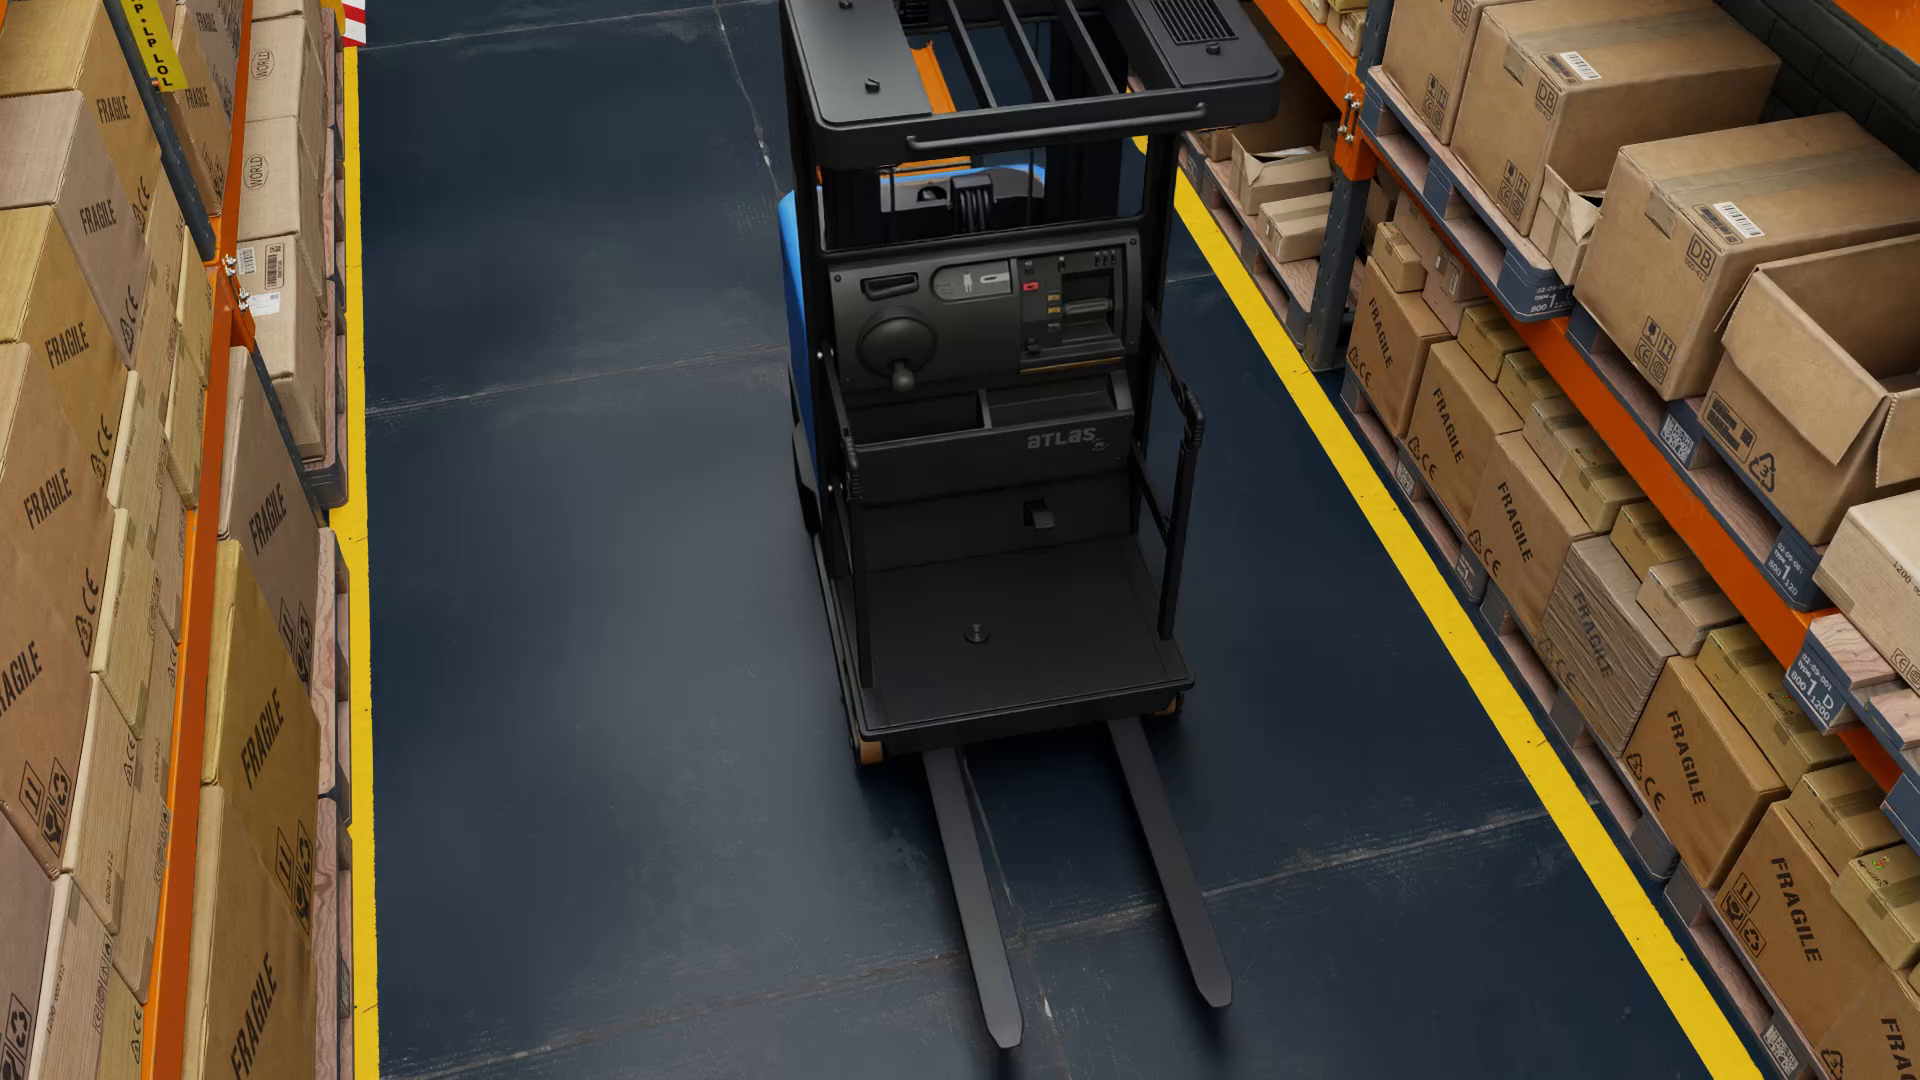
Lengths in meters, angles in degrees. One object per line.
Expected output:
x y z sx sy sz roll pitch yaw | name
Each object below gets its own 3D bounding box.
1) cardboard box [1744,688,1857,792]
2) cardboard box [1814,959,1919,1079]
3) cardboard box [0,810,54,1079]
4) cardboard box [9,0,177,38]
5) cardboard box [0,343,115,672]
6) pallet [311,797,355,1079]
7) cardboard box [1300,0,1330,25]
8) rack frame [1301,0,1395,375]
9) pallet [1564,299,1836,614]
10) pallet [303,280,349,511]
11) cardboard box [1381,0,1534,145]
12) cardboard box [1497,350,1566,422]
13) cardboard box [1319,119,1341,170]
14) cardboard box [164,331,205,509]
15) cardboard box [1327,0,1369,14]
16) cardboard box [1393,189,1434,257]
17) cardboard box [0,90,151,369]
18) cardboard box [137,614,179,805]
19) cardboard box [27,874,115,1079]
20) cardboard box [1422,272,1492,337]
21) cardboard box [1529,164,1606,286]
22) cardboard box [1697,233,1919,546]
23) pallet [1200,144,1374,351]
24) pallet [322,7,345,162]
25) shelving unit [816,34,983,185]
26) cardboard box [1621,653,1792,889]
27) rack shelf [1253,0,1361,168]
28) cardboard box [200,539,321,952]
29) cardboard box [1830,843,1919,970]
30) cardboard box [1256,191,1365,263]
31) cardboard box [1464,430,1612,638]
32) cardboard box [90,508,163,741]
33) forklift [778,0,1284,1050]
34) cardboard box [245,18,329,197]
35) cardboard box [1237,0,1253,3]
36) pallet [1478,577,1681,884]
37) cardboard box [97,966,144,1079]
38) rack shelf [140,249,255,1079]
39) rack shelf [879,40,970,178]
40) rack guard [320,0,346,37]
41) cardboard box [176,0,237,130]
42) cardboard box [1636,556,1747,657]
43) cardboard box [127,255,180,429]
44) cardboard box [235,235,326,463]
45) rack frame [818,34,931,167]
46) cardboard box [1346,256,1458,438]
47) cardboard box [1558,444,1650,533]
2.441 0.531 4.632 0.380 0.149 0.250 -9 46 -9 | cardboard box
2.645 1.363 4.270 0.500 0.500 0.500 -9 46 -9 | cardboard box
-1.863 0.687 2.706 0.500 0.500 0.500 -11 47 -10 | cardboard box
-2.748 -1.722 5.067 0.500 0.500 0.500 -10 46 -10 | cardboard box
-2.106 -0.022 3.401 0.500 0.500 0.500 -10 46 -10 | cardboard box
-2.274 1.375 4.755 1.003 0.211 1.213 -11 47 -10 | pallet
1.523 -2.136 6.419 0.380 0.149 0.250 -10 46 -9 | cardboard box
1.937 -1.874 5.986 1.000 3.000 0.127 -11 47 -10 | rack frame
2.459 -0.387 4.663 1.003 0.211 1.213 -11 47 -10 | pallet
-2.980 -0.527 6.619 1.003 0.211 1.213 -11 47 -10 | pallet
1.844 -1.681 5.433 0.700 0.500 0.500 -10 46 -9 | cardboard box
2.077 -0.538 5.679 0.380 0.149 0.250 -11 47 -11 | cardboard box
1.885 -1.822 7.637 0.380 0.149 0.250 -11 47 -11 | cardboard box
-2.373 -0.296 4.545 0.500 0.250 0.500 -11 47 -11 | cardboard box
1.571 -2.232 6.234 0.500 0.250 0.500 -10 46 -9 | cardboard box
1.830 -1.192 6.112 0.380 0.149 0.250 -11 47 -11 | cardboard box
-2.364 -0.730 4.095 0.500 0.500 0.500 -10 46 -10 | cardboard box
-2.125 0.412 3.851 0.500 0.250 0.500 -11 47 -10 | cardboard box
-1.859 0.923 3.000 0.500 0.250 0.500 -10 46 -9 | cardboard box
1.917 -0.900 6.033 0.380 0.149 0.250 -12 47 -11 | cardboard box
1.922 -0.944 4.875 0.396 0.266 0.258 -9 46 -8 | cardboard box
2.364 -0.389 4.164 0.797 0.503 0.637 -12 47 -11 | cardboard box
1.762 -1.372 7.447 1.003 0.211 1.213 -11 47 -10 | pallet
-3.604 -2.212 8.270 1.003 0.211 1.213 -11 47 -10 | pallet
-0.266 -1.385 6.820 0.538 1.125 1.048 -8 46 -8 | shelving unit
2.390 0.655 4.964 0.500 0.500 0.500 -9 46 -9 | cardboard box
1.425 -3.003 7.596 1.077 0.370 4.000 -11 47 -10 | rack shelf
-2.386 0.669 4.688 0.875 0.875 0.875 -9 46 -9 | cardboard box
2.490 0.911 4.259 0.380 0.149 0.250 -13 47 -12 | cardboard box
1.510 -1.354 7.179 0.380 0.149 0.250 -12 47 -12 | cardboard box
2.113 -0.060 5.664 0.500 0.500 0.500 -12 47 -11 | cardboard box
-2.091 0.224 3.685 0.500 0.250 0.500 -10 46 -10 | cardboard box
0.130 -0.578 4.765 1.130 2.935 3.031 -8 46 -8 | forklift
-3.376 -1.908 7.519 0.875 0.438 0.875 -10 46 -9 | cardboard box
1.198 -2.487 8.044 0.500 0.500 0.500 -10 46 -10 | cardboard box
2.497 0.501 5.612 1.003 0.211 1.213 -11 47 -10 | pallet
-1.867 1.115 3.162 0.500 0.250 0.500 -12 47 -11 | cardboard box
-2.348 0.669 3.998 1.077 0.370 4.000 -11 47 -10 | rack shelf
-0.266 -1.590 6.611 0.538 0.278 1.000 -8 46 -8 | rack shelf
-3.891 -2.867 8.710 1.175 0.500 0.348 -11 47 -10 | rack guard
-2.852 -1.719 5.764 0.500 0.500 0.500 -10 47 -10 | cardboard box
2.277 0.173 4.982 0.380 0.149 0.250 -13 47 -12 | cardboard box
-2.377 -0.483 4.378 0.500 0.250 0.500 -10 46 -9 | cardboard box
-2.917 -0.667 6.303 0.875 0.438 0.875 -11 47 -11 | cardboard box
-0.369 -1.741 7.168 0.500 1.125 0.032 -8 46 -8 | rack frame
1.843 -0.771 6.361 0.500 0.500 0.500 -9 46 -9 | cardboard box
2.166 -0.187 5.335 0.380 0.149 0.250 -9 46 -9 | cardboard box
